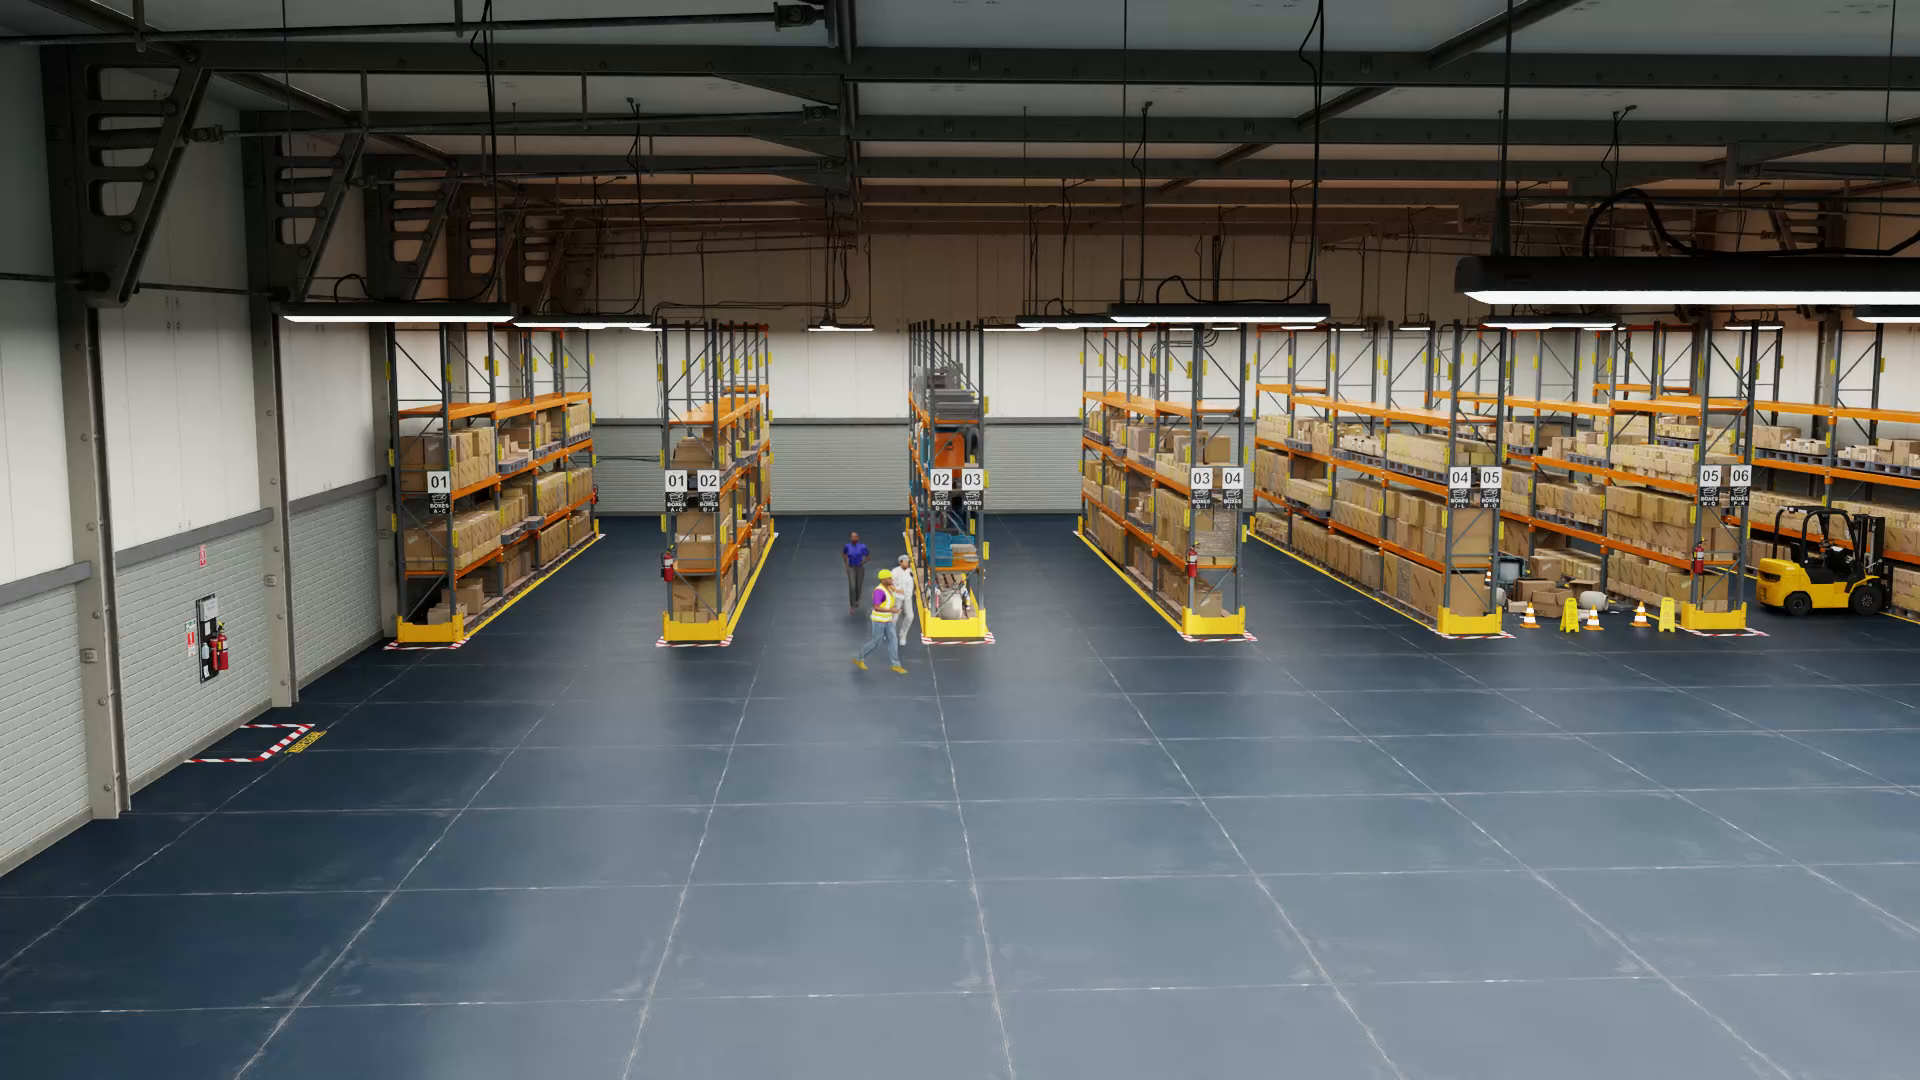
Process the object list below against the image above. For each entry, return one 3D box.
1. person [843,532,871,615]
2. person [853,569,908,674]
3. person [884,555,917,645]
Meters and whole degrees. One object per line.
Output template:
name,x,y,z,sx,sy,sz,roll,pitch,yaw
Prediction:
person,-2.138,0.656,34.441,0.575,1.693,0.812,-1,7,-5
person,-1.354,1.377,28.105,0.949,1.777,0.664,2,7,19
person,-1.065,1.115,30.892,0.673,1.685,0.627,-4,8,-29
